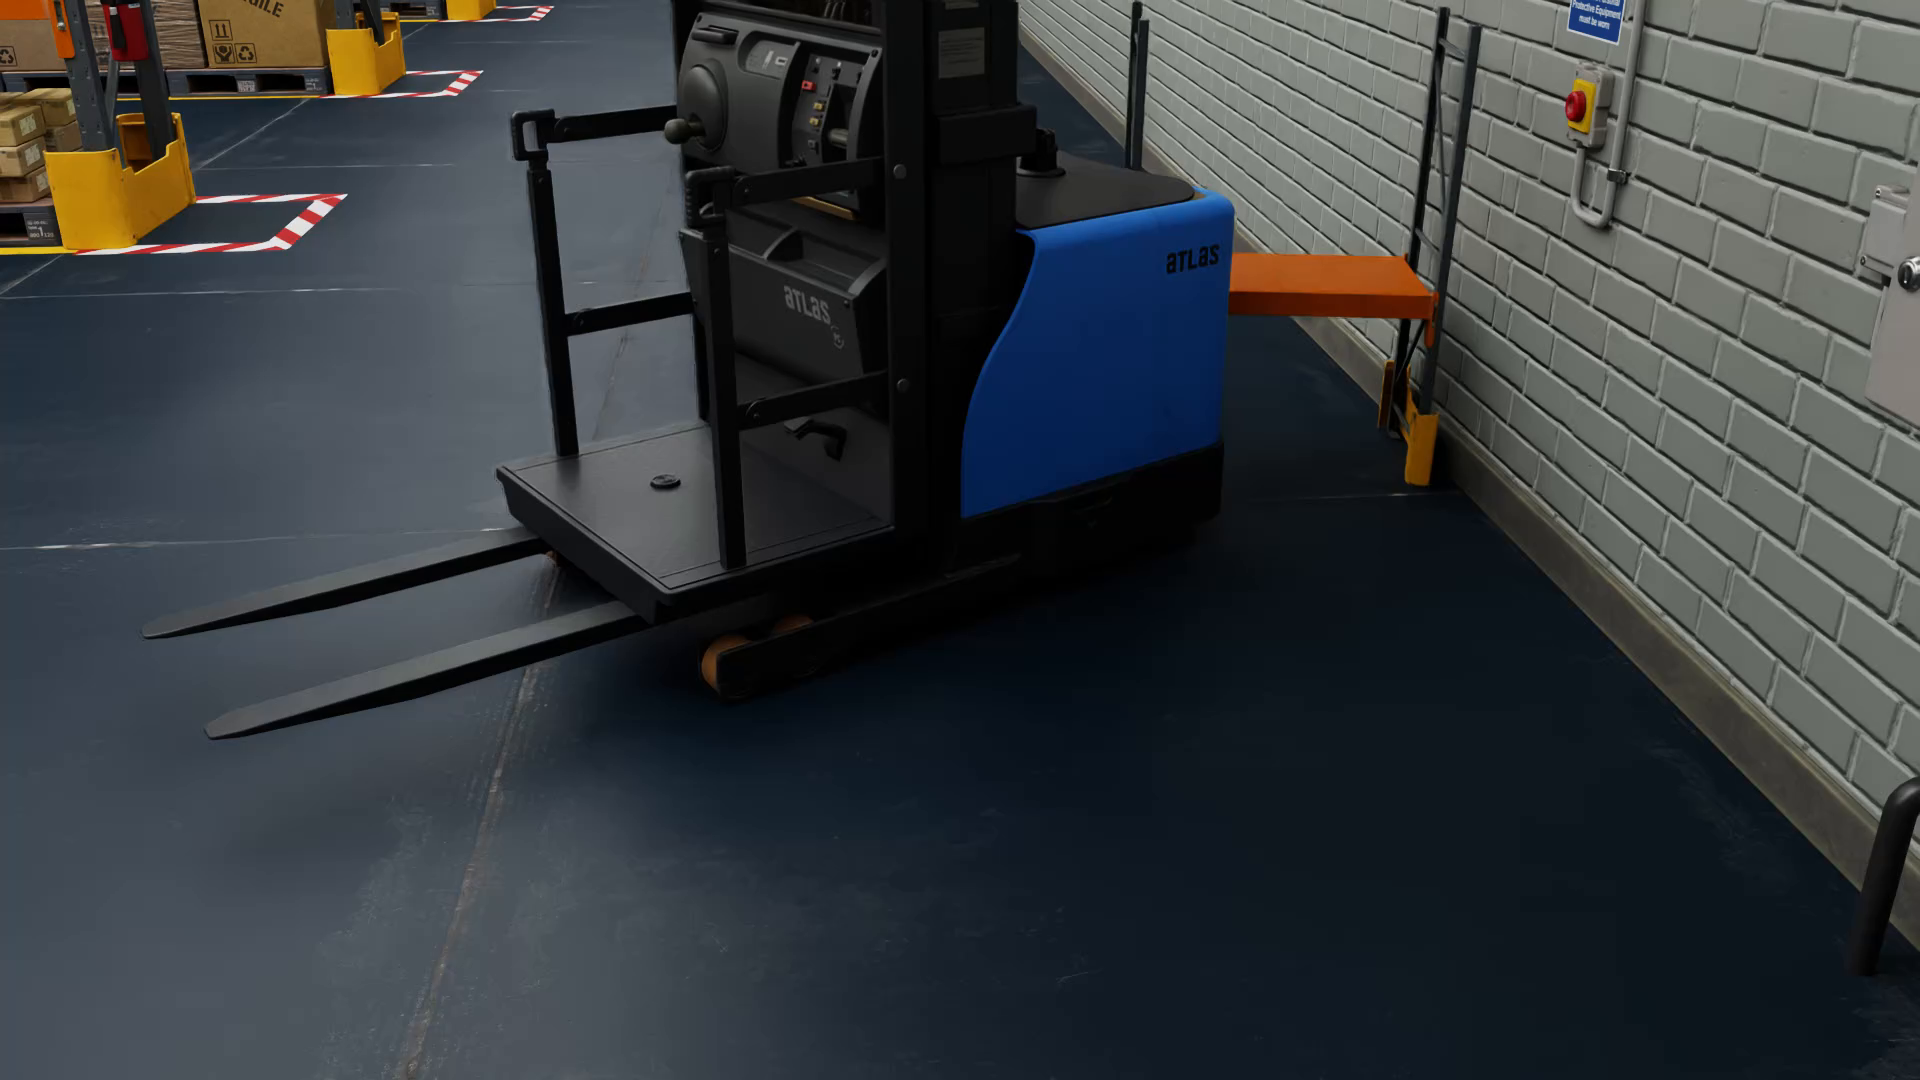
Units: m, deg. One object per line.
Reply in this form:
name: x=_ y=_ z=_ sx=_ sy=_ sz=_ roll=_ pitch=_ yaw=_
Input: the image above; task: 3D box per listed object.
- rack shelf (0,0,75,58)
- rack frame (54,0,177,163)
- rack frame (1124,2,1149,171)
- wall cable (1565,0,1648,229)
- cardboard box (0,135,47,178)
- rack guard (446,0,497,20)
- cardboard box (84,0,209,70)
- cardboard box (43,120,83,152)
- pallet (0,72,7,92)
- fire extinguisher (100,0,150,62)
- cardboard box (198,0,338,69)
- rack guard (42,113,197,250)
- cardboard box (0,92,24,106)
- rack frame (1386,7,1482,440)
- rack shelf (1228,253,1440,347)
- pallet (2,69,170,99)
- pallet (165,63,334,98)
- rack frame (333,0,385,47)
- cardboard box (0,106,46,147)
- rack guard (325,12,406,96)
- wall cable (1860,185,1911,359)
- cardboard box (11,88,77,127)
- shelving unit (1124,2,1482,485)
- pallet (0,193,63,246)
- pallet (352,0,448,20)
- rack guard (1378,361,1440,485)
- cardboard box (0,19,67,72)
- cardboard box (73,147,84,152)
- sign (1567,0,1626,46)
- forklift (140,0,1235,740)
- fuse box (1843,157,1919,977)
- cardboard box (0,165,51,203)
rack shelf: x=-6.475 y=-2.712 z=8.544 sx=4.000 sy=0.370 sz=1.077 roll=-2 pitch=24 yaw=-5
rack frame: x=-4.485 y=-3.121 z=8.578 sx=0.127 sy=3.000 sz=1.000 roll=-2 pitch=24 yaw=-5
rack frame: x=0.574 y=-1.023 z=5.672 sx=0.032 sy=1.500 sz=0.500 roll=2 pitch=24 yaw=2
wall cable: x=1.711 y=-1.837 z=4.401 sx=0.123 sy=1.953 sz=0.585 roll=-2 pitch=24 yaw=-5
cardboard box: x=-4.982 y=-2.009 z=8.704 sx=0.250 sy=0.149 sz=0.380 roll=-3 pitch=24 yaw=-7
rack guard: x=-5.336 y=-5.995 z=18.123 sx=0.348 sy=0.500 sz=1.175 roll=-2 pitch=24 yaw=-5
cardboard box: x=-6.407 y=-4.256 z=13.232 sx=0.875 sy=0.875 sz=0.875 roll=-2 pitch=24 yaw=-5
cardboard box: x=-5.032 y=-2.229 z=9.198 sx=0.250 sy=0.149 sz=0.380 roll=-1 pitch=24 yaw=-3
pallet: x=-8.088 y=-3.694 z=13.302 sx=1.213 sy=0.211 sz=1.003 roll=-2 pitch=24 yaw=-5
fire extinguisher: x=-4.189 y=-2.738 z=8.272 sx=0.183 sy=0.674 sz=0.296 roll=-2 pitch=24 yaw=-5
cardboard box: x=-5.501 y=-4.293 z=13.314 sx=0.875 sy=0.875 sz=0.875 roll=-2 pitch=24 yaw=-5
rack guard: x=-4.561 y=-1.975 z=9.079 sx=0.348 sy=0.500 sz=1.175 roll=-2 pitch=24 yaw=-5
cardboard box: x=-5.302 y=-2.339 z=9.079 sx=0.250 sy=0.149 sz=0.380 roll=-2 pitch=24 yaw=-4
rack frame: x=1.590 y=-0.992 z=5.628 sx=0.032 sy=1.500 sz=0.500 roll=2 pitch=24 yaw=2
rack shelf: x=1.080 y=-0.844 z=5.724 sx=1.000 sy=0.185 sz=0.538 roll=2 pitch=24 yaw=2
pallet: x=-6.871 y=-3.744 z=13.414 sx=1.213 sy=0.211 sz=1.003 roll=-2 pitch=24 yaw=-5
pallet: x=-5.660 y=-3.792 z=13.521 sx=1.213 sy=0.211 sz=1.003 roll=-2 pitch=24 yaw=-5
rack frame: x=-4.872 y=-5.130 z=13.098 sx=0.127 sy=3.000 sz=1.000 roll=-2 pitch=24 yaw=-5
cardboard box: x=-4.987 y=-2.158 z=8.673 sx=0.250 sy=0.149 sz=0.380 roll=-2 pitch=24 yaw=-5
rack guard: x=-4.848 y=-3.988 z=13.607 sx=0.348 sy=0.500 sz=1.175 roll=-2 pitch=24 yaw=-5
wall cable: x=1.862 y=-1.250 z=3.118 sx=0.122 sy=1.984 sz=0.588 roll=-2 pitch=24 yaw=-5
cardboard box: x=-5.040 y=-2.398 z=9.213 sx=0.250 sy=0.149 sz=0.380 roll=-3 pitch=24 yaw=-8
shelving unit: x=1.091 y=-1.007 z=5.650 sx=1.083 sy=1.500 sz=0.587 roll=2 pitch=24 yaw=2
pallet: x=-5.373 y=-1.825 z=9.097 sx=1.213 sy=0.211 sz=1.003 roll=-2 pitch=24 yaw=-5
pallet: x=-6.183 y=-5.840 z=18.129 sx=1.213 sy=0.211 sz=1.003 roll=-2 pitch=24 yaw=-5
rack guard: x=1.582 y=-0.422 z=5.885 sx=0.087 sy=0.250 sz=0.587 roll=2 pitch=24 yaw=2
cardboard box: x=-7.292 y=-4.221 z=13.152 sx=0.875 sy=0.875 sz=0.875 roll=-2 pitch=24 yaw=-5
cardboard box: x=-5.038 y=-2.118 z=9.316 sx=0.250 sy=0.149 sz=0.380 roll=-2 pitch=24 yaw=-4
sign: x=1.767 y=-1.504 z=4.608 sx=0.001 sy=0.218 sz=0.327 roll=-2 pitch=24 yaw=-5
forklift: x=-0.658 y=-1.170 z=4.273 sx=3.031 sy=2.935 sz=1.130 roll=-17 pitch=29 yaw=-33
fuse box: x=1.772 y=0.085 z=2.952 sx=0.414 sy=1.711 sz=0.539 roll=-2 pitch=24 yaw=-5
cardboard box: x=-4.988 y=-1.905 z=8.835 sx=0.250 sy=0.149 sz=0.380 roll=-2 pitch=24 yaw=-4
